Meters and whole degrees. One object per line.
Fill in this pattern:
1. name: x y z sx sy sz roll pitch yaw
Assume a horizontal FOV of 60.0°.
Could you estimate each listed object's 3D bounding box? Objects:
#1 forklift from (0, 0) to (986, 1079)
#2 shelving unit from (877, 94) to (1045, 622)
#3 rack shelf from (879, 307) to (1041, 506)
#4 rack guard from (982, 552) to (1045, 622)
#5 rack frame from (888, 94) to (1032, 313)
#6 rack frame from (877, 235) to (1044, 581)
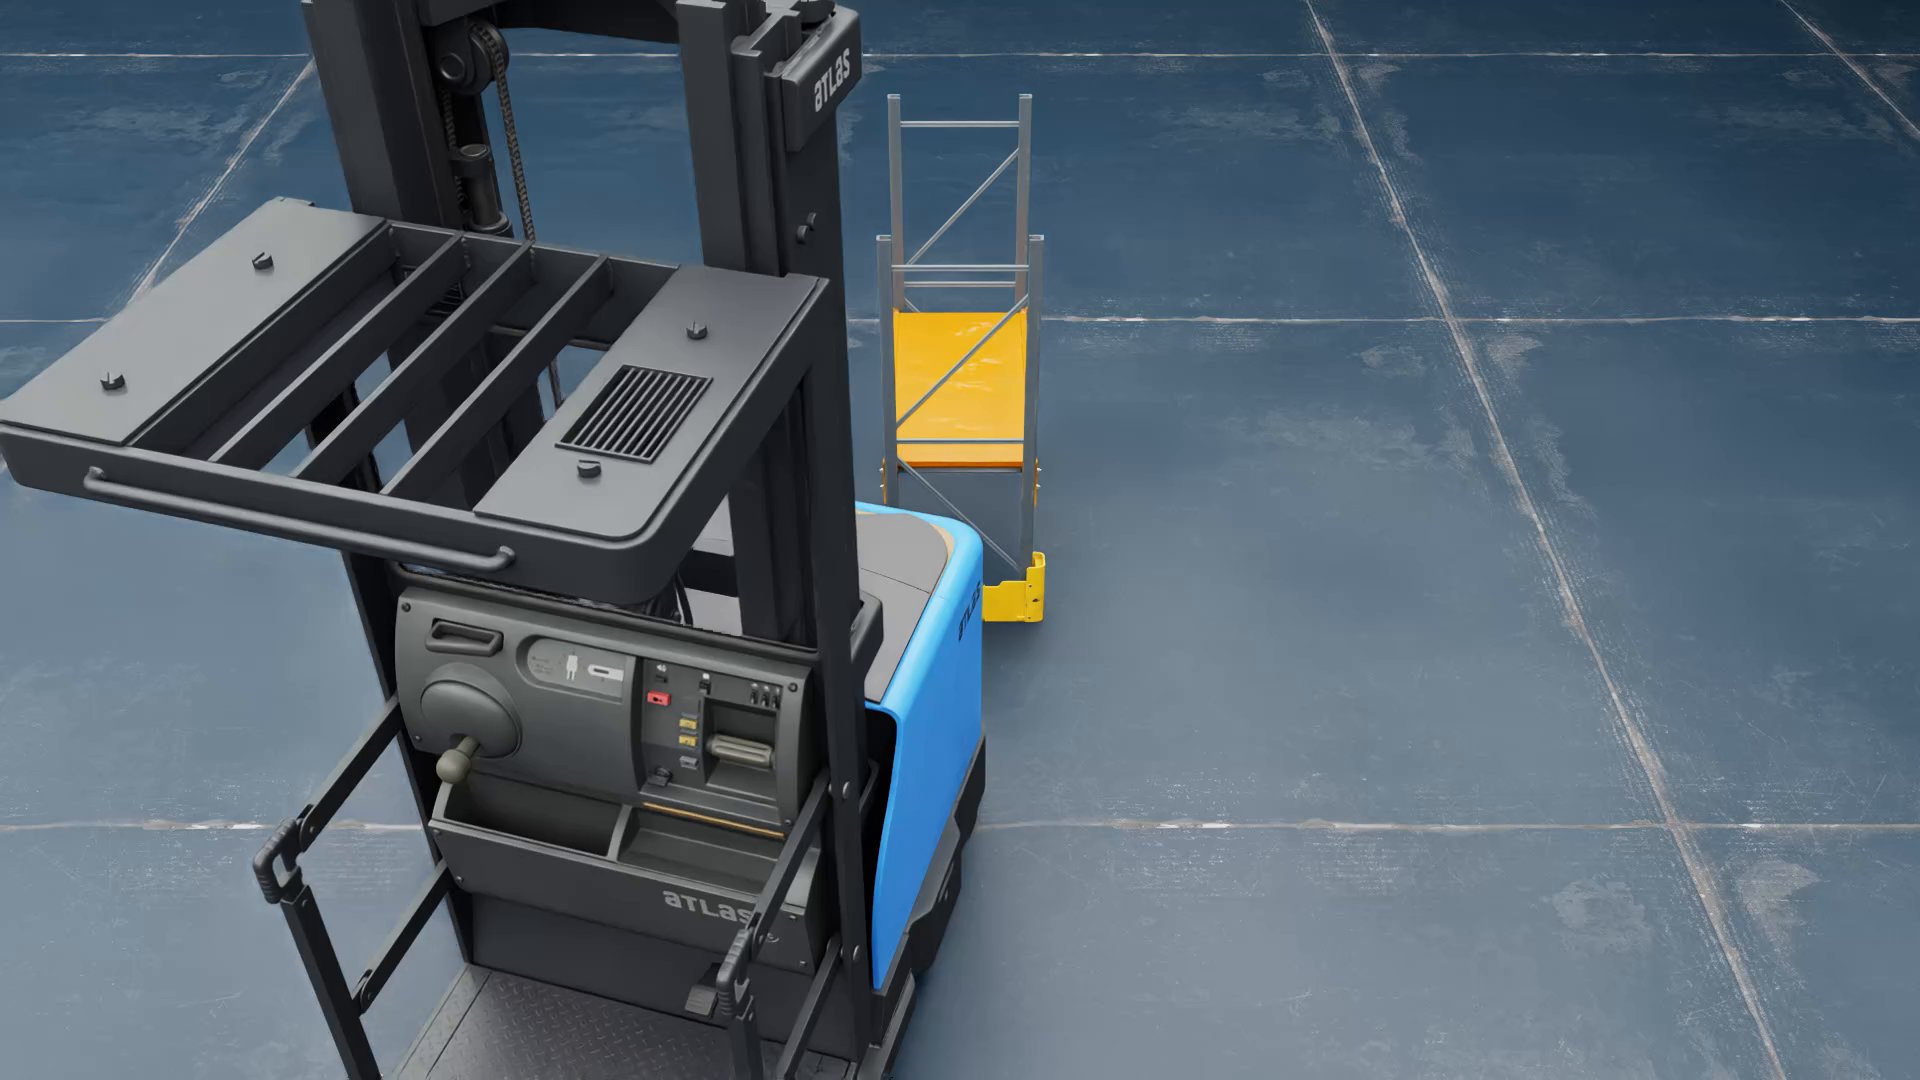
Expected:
1. forklift: -0.825 0.446 3.350 1.130 2.935 3.031 10 40 13
2. shelving unit: 0.000 -0.633 5.840 0.587 1.500 1.083 0 39 0
3. rack shelf: 0.000 -0.498 5.960 0.538 0.185 1.000 0 39 0
4. rack guard: 0.000 0.166 5.843 0.587 0.250 0.087 0 39 0
5. rack frame: -0.001 -0.957 6.244 0.500 1.500 0.032 0 39 0
6. rack frame: 0.000 -0.321 5.451 0.500 1.500 0.032 0 39 0
